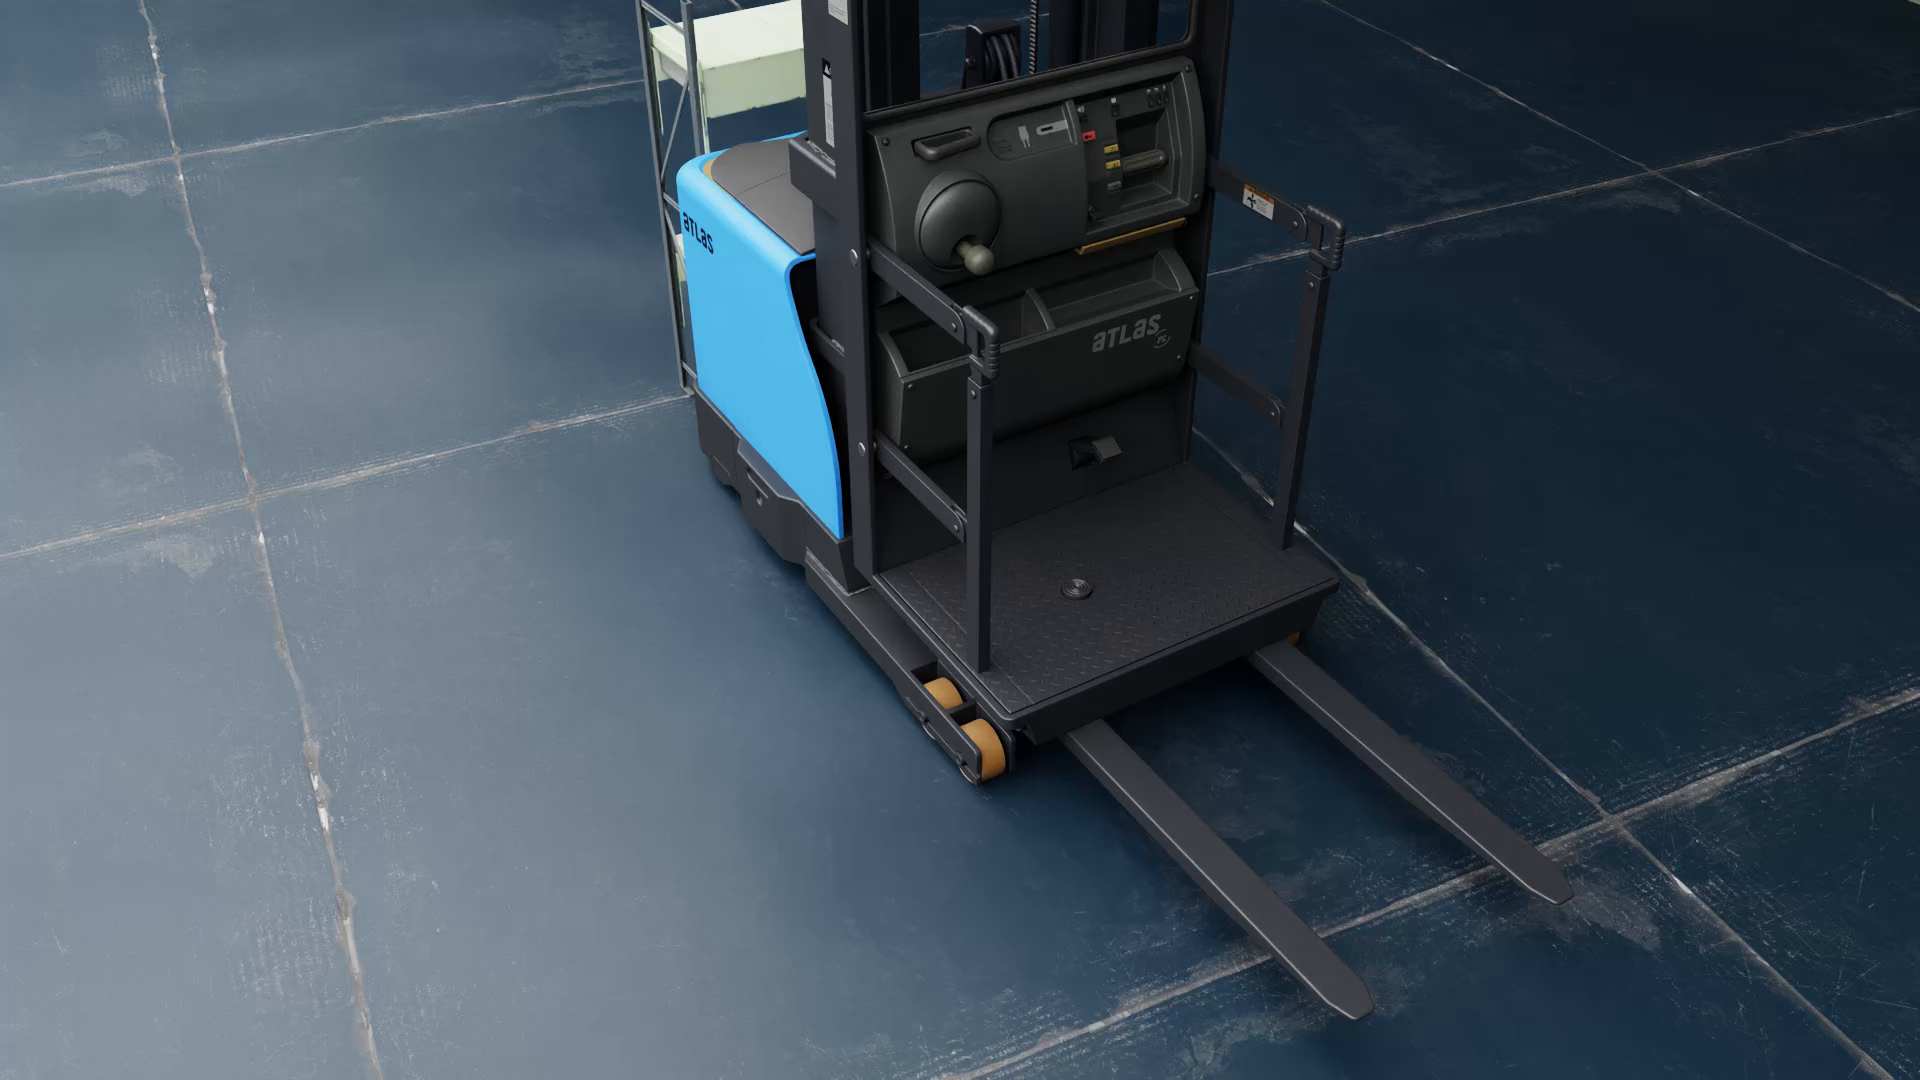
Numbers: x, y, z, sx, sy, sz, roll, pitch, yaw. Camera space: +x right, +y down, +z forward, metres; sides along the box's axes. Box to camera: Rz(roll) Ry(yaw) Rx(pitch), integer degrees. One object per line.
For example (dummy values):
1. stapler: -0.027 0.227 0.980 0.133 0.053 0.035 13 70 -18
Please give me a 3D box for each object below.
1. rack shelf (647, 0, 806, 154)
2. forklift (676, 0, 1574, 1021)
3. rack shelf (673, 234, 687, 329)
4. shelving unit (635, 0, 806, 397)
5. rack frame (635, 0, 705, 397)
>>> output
1. rack shelf: -0.585 -1.489 5.343 0.720 0.370 0.431 -20 41 -25
2. forklift: 0.329 -0.857 3.945 1.130 2.935 3.031 -20 41 -25
3. rack shelf: -0.585 -0.913 5.770 0.720 0.370 0.431 -20 41 -25
4. shelving unit: -0.585 -1.175 5.576 0.755 1.500 0.431 -20 41 -25
5. rack frame: -0.895 -1.060 5.420 0.023 1.500 0.400 -20 41 -25
